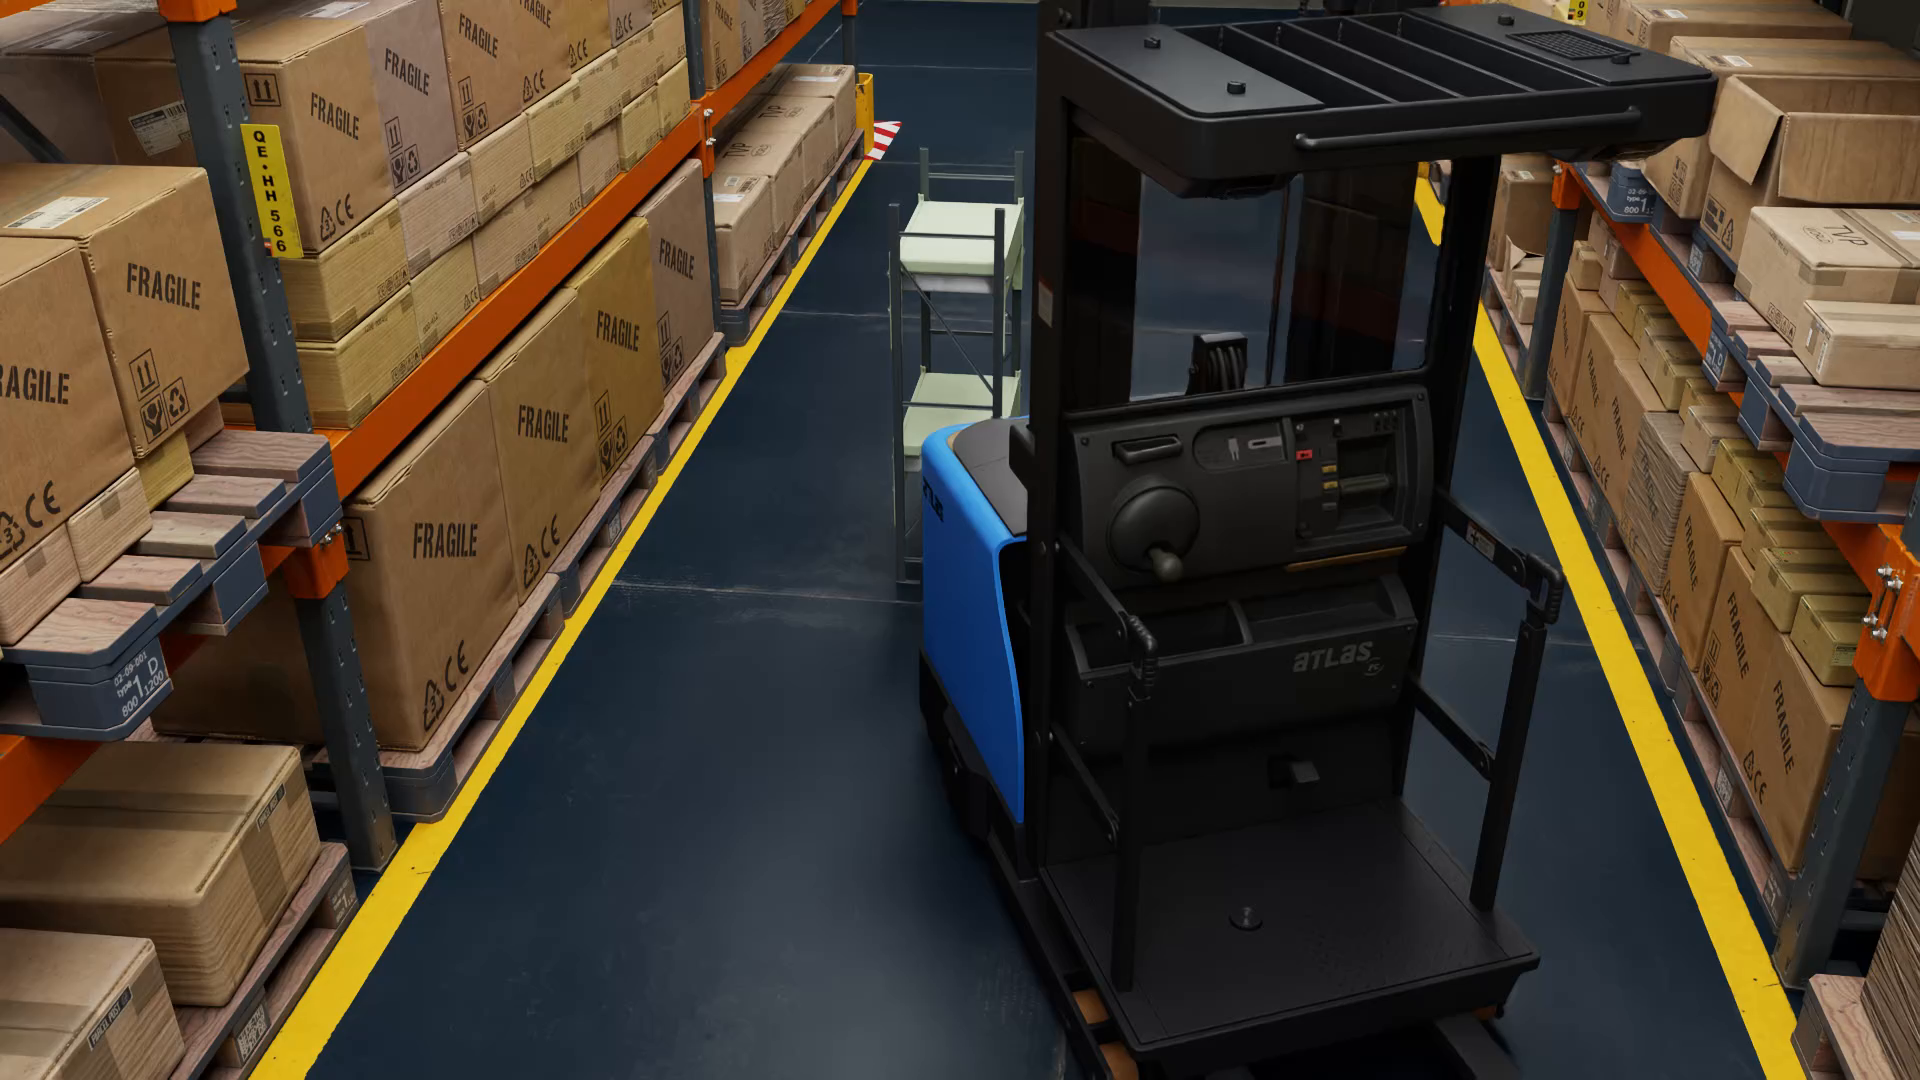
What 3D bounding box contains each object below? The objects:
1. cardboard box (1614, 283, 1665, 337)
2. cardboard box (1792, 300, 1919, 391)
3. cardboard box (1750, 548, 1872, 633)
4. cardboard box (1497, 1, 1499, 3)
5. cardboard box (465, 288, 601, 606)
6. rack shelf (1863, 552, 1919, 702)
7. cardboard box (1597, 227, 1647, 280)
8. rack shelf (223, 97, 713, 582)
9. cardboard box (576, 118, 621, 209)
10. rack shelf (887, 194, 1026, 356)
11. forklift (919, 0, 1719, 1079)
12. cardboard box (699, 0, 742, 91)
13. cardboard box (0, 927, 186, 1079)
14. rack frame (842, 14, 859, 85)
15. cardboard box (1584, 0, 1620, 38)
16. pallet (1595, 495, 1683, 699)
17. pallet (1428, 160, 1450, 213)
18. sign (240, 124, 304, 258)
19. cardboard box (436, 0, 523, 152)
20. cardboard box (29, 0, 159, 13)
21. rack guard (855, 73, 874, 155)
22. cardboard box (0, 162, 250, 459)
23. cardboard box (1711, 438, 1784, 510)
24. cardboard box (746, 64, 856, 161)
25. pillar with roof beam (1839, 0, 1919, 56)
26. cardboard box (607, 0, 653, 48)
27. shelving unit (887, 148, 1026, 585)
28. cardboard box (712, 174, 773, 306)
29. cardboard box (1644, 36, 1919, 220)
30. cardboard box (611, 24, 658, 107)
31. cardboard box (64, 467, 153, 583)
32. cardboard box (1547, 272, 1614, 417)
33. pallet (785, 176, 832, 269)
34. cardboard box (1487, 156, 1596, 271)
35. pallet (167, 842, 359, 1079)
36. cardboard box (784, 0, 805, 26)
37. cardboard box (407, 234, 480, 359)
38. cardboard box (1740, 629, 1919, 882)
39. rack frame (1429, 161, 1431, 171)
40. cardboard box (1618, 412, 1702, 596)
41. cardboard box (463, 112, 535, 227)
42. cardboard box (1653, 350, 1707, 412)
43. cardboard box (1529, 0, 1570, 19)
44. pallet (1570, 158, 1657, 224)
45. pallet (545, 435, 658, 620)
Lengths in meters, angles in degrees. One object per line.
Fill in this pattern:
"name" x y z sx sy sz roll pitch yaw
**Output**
"cardboard box" 2.933 -0.946 6.851 0.380 0.149 0.250 2 28 4
"cardboard box" 2.428 -0.508 4.353 0.380 0.149 0.250 4 29 7
"cardboard box" 2.540 0.150 4.818 0.380 0.149 0.250 2 28 4
"cardboard box" 3.177 -2.890 9.217 0.380 0.149 0.250 4 29 7
"cardboard box" -1.918 -0.379 6.087 0.875 0.875 0.875 4 29 7
"rack shelf" 2.483 1.156 2.201 1.077 0.370 4.000 3 28 6
"cardboard box" 2.926 -1.208 7.024 0.380 0.149 0.250 2 28 4
"rack shelf" -1.953 -1.014 6.228 1.077 0.370 4.000 3 28 6
"cardboard box" -1.657 -1.504 6.537 0.500 0.250 0.500 3 28 5
"rack shelf" -0.001 -1.001 6.203 0.431 0.370 0.720 3 28 6
"forklift" 0.782 -0.091 3.828 1.130 2.935 3.031 -8 29 -15
"cardboard box" -1.391 -2.522 8.163 0.500 0.500 0.500 4 29 8
"cardboard box" -2.360 1.196 3.695 0.950 0.372 0.625 3 28 5
"rack frame" -1.218 -4.155 11.300 1.000 3.000 0.127 3 28 6
"cardboard box" 2.937 -1.999 6.751 0.700 0.500 0.500 4 29 7
"pallet" 3.009 0.203 6.150 1.003 0.211 1.213 3 28 6
"pallet" 3.603 -2.229 10.666 1.003 0.211 1.213 3 28 6
"sign" -1.659 -0.837 4.004 0.100 0.325 0.005 3 28 6
"cardboard box" -1.765 -1.568 5.338 0.500 0.500 0.500 4 29 8
"cardboard box" -2.340 -1.374 4.978 0.500 0.500 0.500 4 29 7
"rack guard" -1.215 -3.066 11.913 1.175 0.500 0.348 3 28 6
"cardboard box" -1.978 -0.519 3.689 0.500 0.500 0.500 3 28 5
"cardboard box" 2.724 -0.210 5.487 0.380 0.149 0.250 3 28 5
"cardboard box" -1.200 -2.895 11.220 0.875 0.438 0.875 2 28 4
"pillar with roof beam" -0.074 -5.152 6.825 9.100 9.000 0.400 3 28 6
"cardboard box" -1.570 -2.287 6.673 0.500 0.500 0.500 4 29 7
"shelving unit" -0.001 -0.657 6.388 0.431 1.500 0.755 3 28 6
"cardboard box" -1.525 -1.618 8.850 0.875 0.438 0.875 3 28 5
"cardboard box" 2.778 -1.386 5.612 0.700 0.500 0.500 3 28 6
"cardboard box" -1.575 -1.969 6.873 0.500 0.250 0.500 4 29 7
"cardboard box" -1.952 -0.044 3.491 0.380 0.149 0.250 3 28 6
"cardboard box" 2.936 -0.855 7.367 0.500 0.500 0.500 5 29 8
"pallet" -1.390 -1.974 10.191 1.003 0.211 1.213 3 28 6
"cardboard box" 3.269 -1.781 9.087 0.700 0.500 0.500 2 28 4
"pallet" -2.295 1.206 4.288 1.003 0.211 1.213 3 28 6
"cardboard box" -1.195 -3.235 9.486 0.500 0.500 0.500 4 29 8
"cardboard box" -1.843 -0.782 5.196 0.500 0.250 0.500 3 28 5
"cardboard box" 2.567 0.602 4.663 0.500 0.500 0.500 4 29 8
"rack frame" 3.709 -3.868 10.767 1.000 3.000 0.127 3 28 6
"cardboard box" 2.745 -0.125 6.013 0.500 0.500 0.500 2 28 4
"cardboard box" -1.753 -1.244 5.528 0.500 0.250 0.500 3 28 6
"cardboard box" 2.813 -0.584 6.179 0.380 0.149 0.250 4 29 8
"cardboard box" 3.086 -2.541 8.148 0.500 0.250 0.500 3 29 6
"pallet" 3.012 -1.531 6.632 1.003 0.211 1.213 3 28 6
"pallet" -1.875 -0.101 6.715 1.003 0.211 1.213 3 28 6
